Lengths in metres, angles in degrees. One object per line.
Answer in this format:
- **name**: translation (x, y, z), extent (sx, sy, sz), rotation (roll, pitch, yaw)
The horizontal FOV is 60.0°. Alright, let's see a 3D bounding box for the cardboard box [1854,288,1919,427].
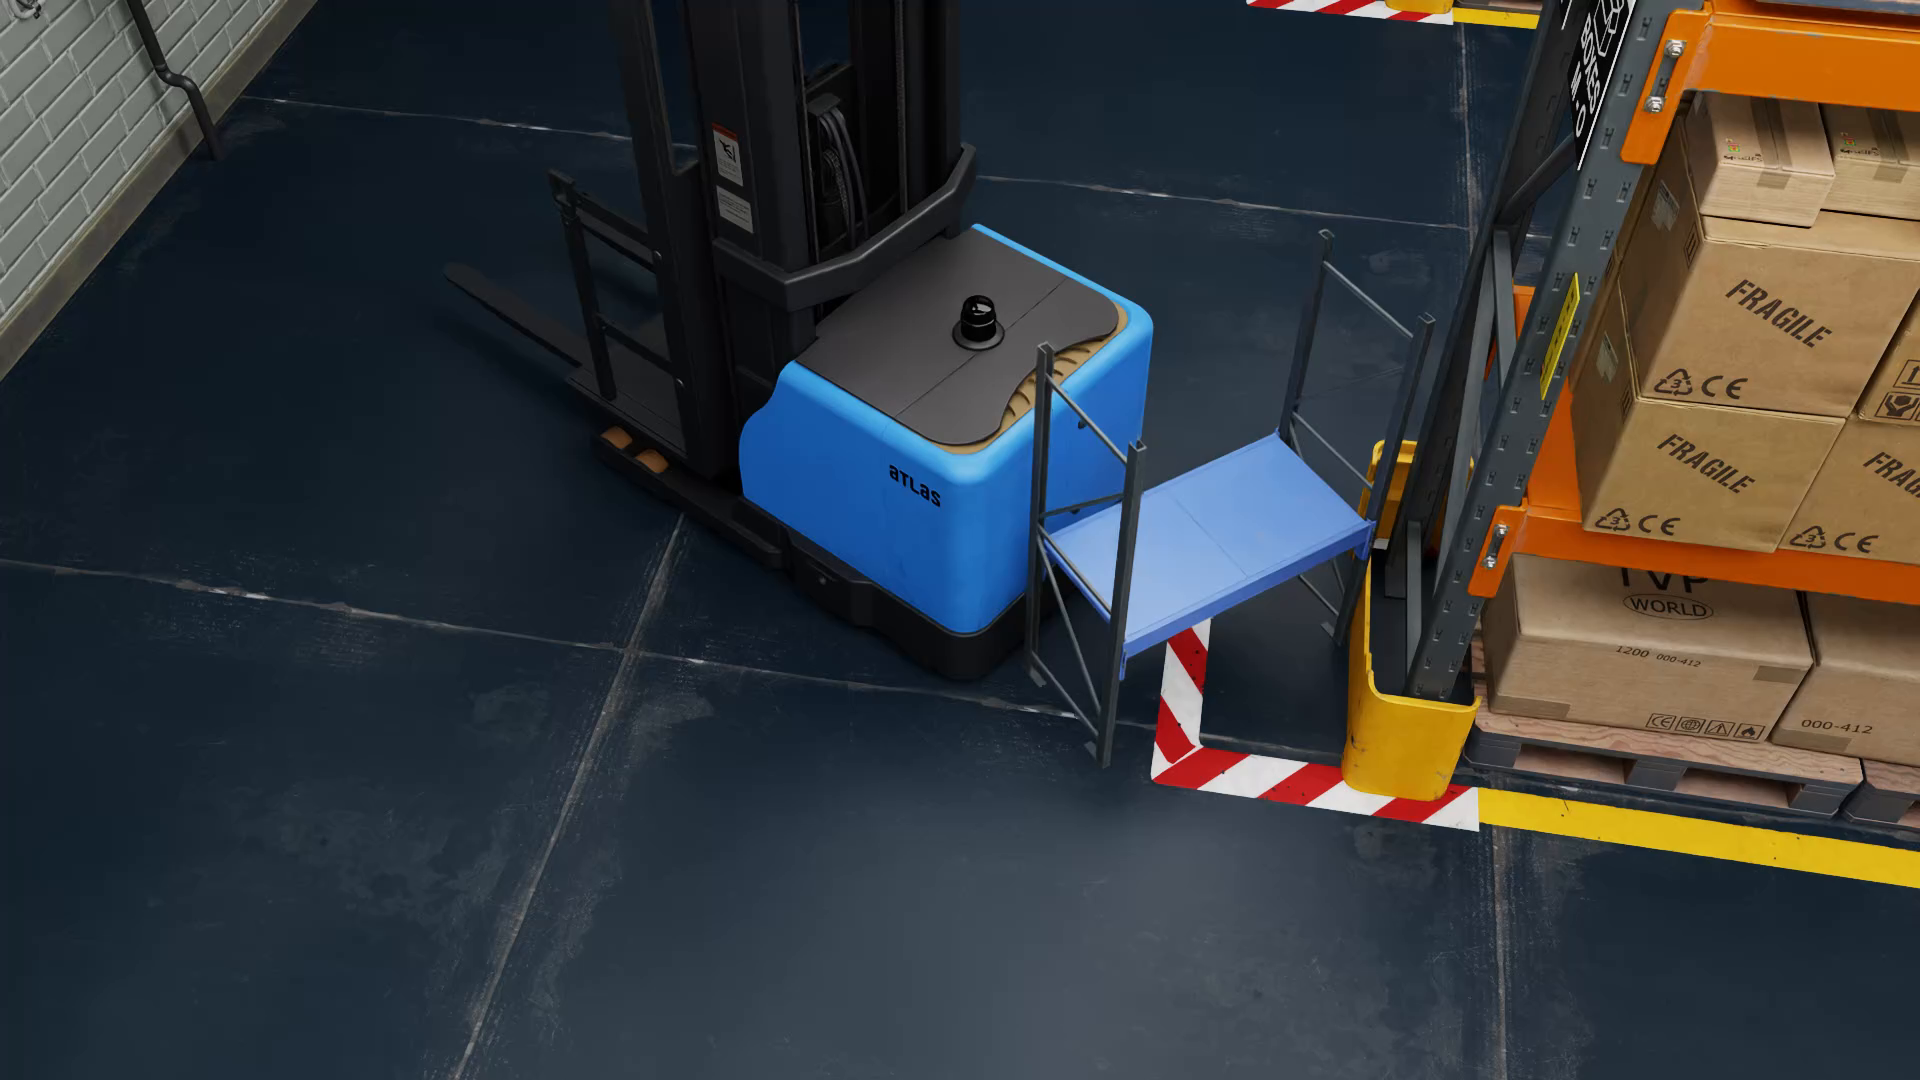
- **cardboard box**: translation (2.491, -0.613, 4.045), extent (0.500, 0.500, 0.500), rotation (6, 48, 6)

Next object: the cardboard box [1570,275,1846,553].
- **cardboard box**: translation (1.981, -0.340, 4.472), extent (0.500, 0.500, 0.500), rotation (7, 48, 7)

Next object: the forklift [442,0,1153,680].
- **forklift**: translation (-0.799, -1.436, 5.570), extent (3.031, 2.935, 1.130), rotation (32, 55, 25)

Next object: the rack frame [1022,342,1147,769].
- **rack frame**: translation (0.361, 0.100, 5.152), extent (0.032, 1.500, 0.500), rotation (-24, 52, -20)

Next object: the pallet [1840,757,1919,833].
- **pallet**: translation (3.557, 0.563, 5.602), extent (1.213, 0.211, 1.003), rotation (8, 49, 7)

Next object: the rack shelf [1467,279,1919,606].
- **rack shelf**: translation (3.527, -0.075, 4.785), extent (4.000, 0.370, 1.077), rotation (8, 49, 7)

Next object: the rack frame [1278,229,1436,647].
- **rack frame**: translation (1.234, -0.287, 5.499), extent (0.032, 1.500, 0.500), rotation (-24, 52, -20)

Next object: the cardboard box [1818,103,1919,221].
- **cardboard box**: translation (2.130, -0.933, 3.896), extent (0.250, 0.149, 0.380), rotation (9, 49, 8)

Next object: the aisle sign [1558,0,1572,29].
- **aisle sign**: translation (1.544, -1.686, 4.000), extent (0.004, 0.787, 0.394), rotation (8, 49, 7)

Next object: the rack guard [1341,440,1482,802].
- **rack guard**: translation (1.536, 0.252, 5.688), extent (0.348, 0.500, 1.175), rotation (8, 49, 7)

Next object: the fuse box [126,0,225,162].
- **fuse box**: translation (-3.477, -2.397, 7.253), extent (0.414, 1.711, 0.539), rotation (8, 49, 7)

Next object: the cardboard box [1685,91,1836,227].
- **cardboard box**: translation (1.859, -0.915, 3.880), extent (0.250, 0.149, 0.380), rotation (9, 49, 8)

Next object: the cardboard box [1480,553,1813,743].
- **cardboard box**: translation (2.227, 0.150, 5.539), extent (0.875, 0.438, 0.875), rotation (6, 48, 6)

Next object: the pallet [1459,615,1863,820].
- **pallet**: translation (2.360, 0.400, 5.749), extent (1.213, 0.211, 1.003), rotation (8, 49, 7)

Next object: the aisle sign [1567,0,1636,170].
- **aisle sign**: translation (1.437, -1.247, 3.606), extent (0.004, 0.787, 0.394), rotation (8, 49, 7)

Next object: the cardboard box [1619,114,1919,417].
- **cardboard box**: translation (1.981, -0.676, 4.101), extent (0.500, 0.500, 0.500), rotation (7, 48, 6)

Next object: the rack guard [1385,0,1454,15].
- **rack guard**: translation (2.513, -3.369, 8.941), extent (0.348, 0.500, 1.175), rotation (8, 49, 7)

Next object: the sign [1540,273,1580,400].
- **sign**: translation (1.455, -0.491, 4.039), extent (0.005, 0.325, 0.100), rotation (8, 49, 7)

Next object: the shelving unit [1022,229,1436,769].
- **shelving unit**: translation (0.798, -0.093, 5.325), extent (1.048, 1.500, 0.538), rotation (-24, 52, -20)

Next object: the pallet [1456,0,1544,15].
- **pallet**: translation (3.298, -3.167, 8.954), extent (1.213, 0.211, 1.003), rotation (8, 49, 7)

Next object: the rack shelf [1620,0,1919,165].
- **rack shelf**: translation (3.527, -1.078, 3.669), extent (4.000, 0.370, 1.077), rotation (8, 49, 7)

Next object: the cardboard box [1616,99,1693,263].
- **cardboard box**: translation (2.076, -1.059, 4.445), extent (0.500, 0.500, 0.500), rotation (9, 49, 8)

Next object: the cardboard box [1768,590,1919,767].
- **cardboard box**: translation (3.129, 0.265, 5.436), extent (0.875, 0.438, 0.875), rotation (9, 49, 8)

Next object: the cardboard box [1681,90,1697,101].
- **cardboard box**: translation (1.948, -1.264, 4.194), extent (0.250, 0.149, 0.380), rotation (8, 49, 7)

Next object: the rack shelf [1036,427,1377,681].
- **rack shelf**: translation (0.798, 0.027, 5.459), extent (1.000, 0.185, 0.538), rotation (-24, 52, -20)

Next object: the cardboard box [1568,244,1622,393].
- **cardboard box**: translation (2.081, -0.744, 4.835), extent (0.500, 0.500, 0.500), rotation (8, 49, 7)

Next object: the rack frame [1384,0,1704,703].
- **rack frame**: translation (1.559, -0.580, 4.755), extent (0.127, 3.000, 1.000), rotation (8, 49, 7)

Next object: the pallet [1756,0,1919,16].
- **pallet**: translation (2.291, -1.463, 3.591), extent (1.213, 0.211, 1.003), rotation (8, 49, 7)

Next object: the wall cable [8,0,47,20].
- **wall cable**: translation (-3.753, -2.689, 5.966), extent (0.122, 1.984, 0.588), rotation (8, 49, 7)

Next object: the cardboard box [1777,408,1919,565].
- **cardboard box**: translation (2.483, -0.294, 4.430), extent (0.500, 0.500, 0.500), rotation (7, 48, 6)
